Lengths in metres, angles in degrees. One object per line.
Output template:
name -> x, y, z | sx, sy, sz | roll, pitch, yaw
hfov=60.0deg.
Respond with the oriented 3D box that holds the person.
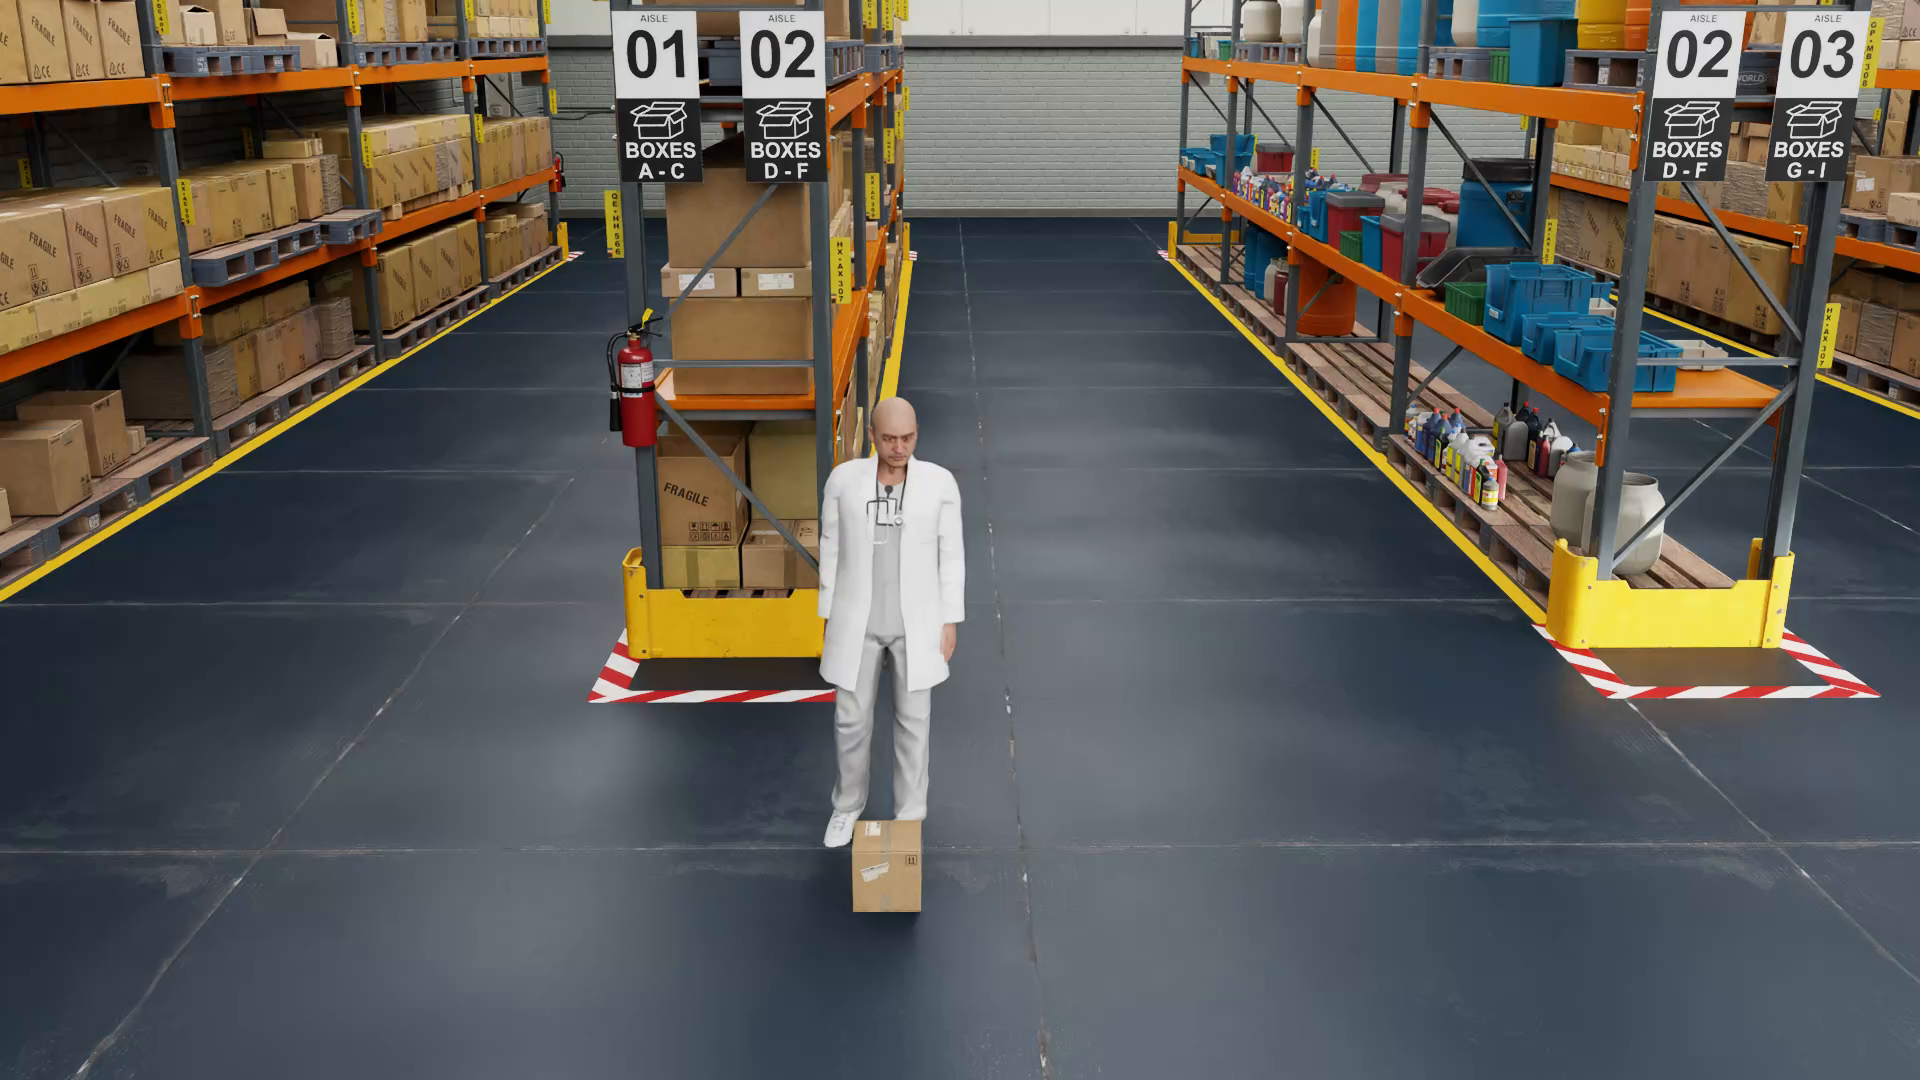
person -> -0.269, 0.363, 6.437 | 0.577, 1.840, 0.485 | 0, 17, -1
